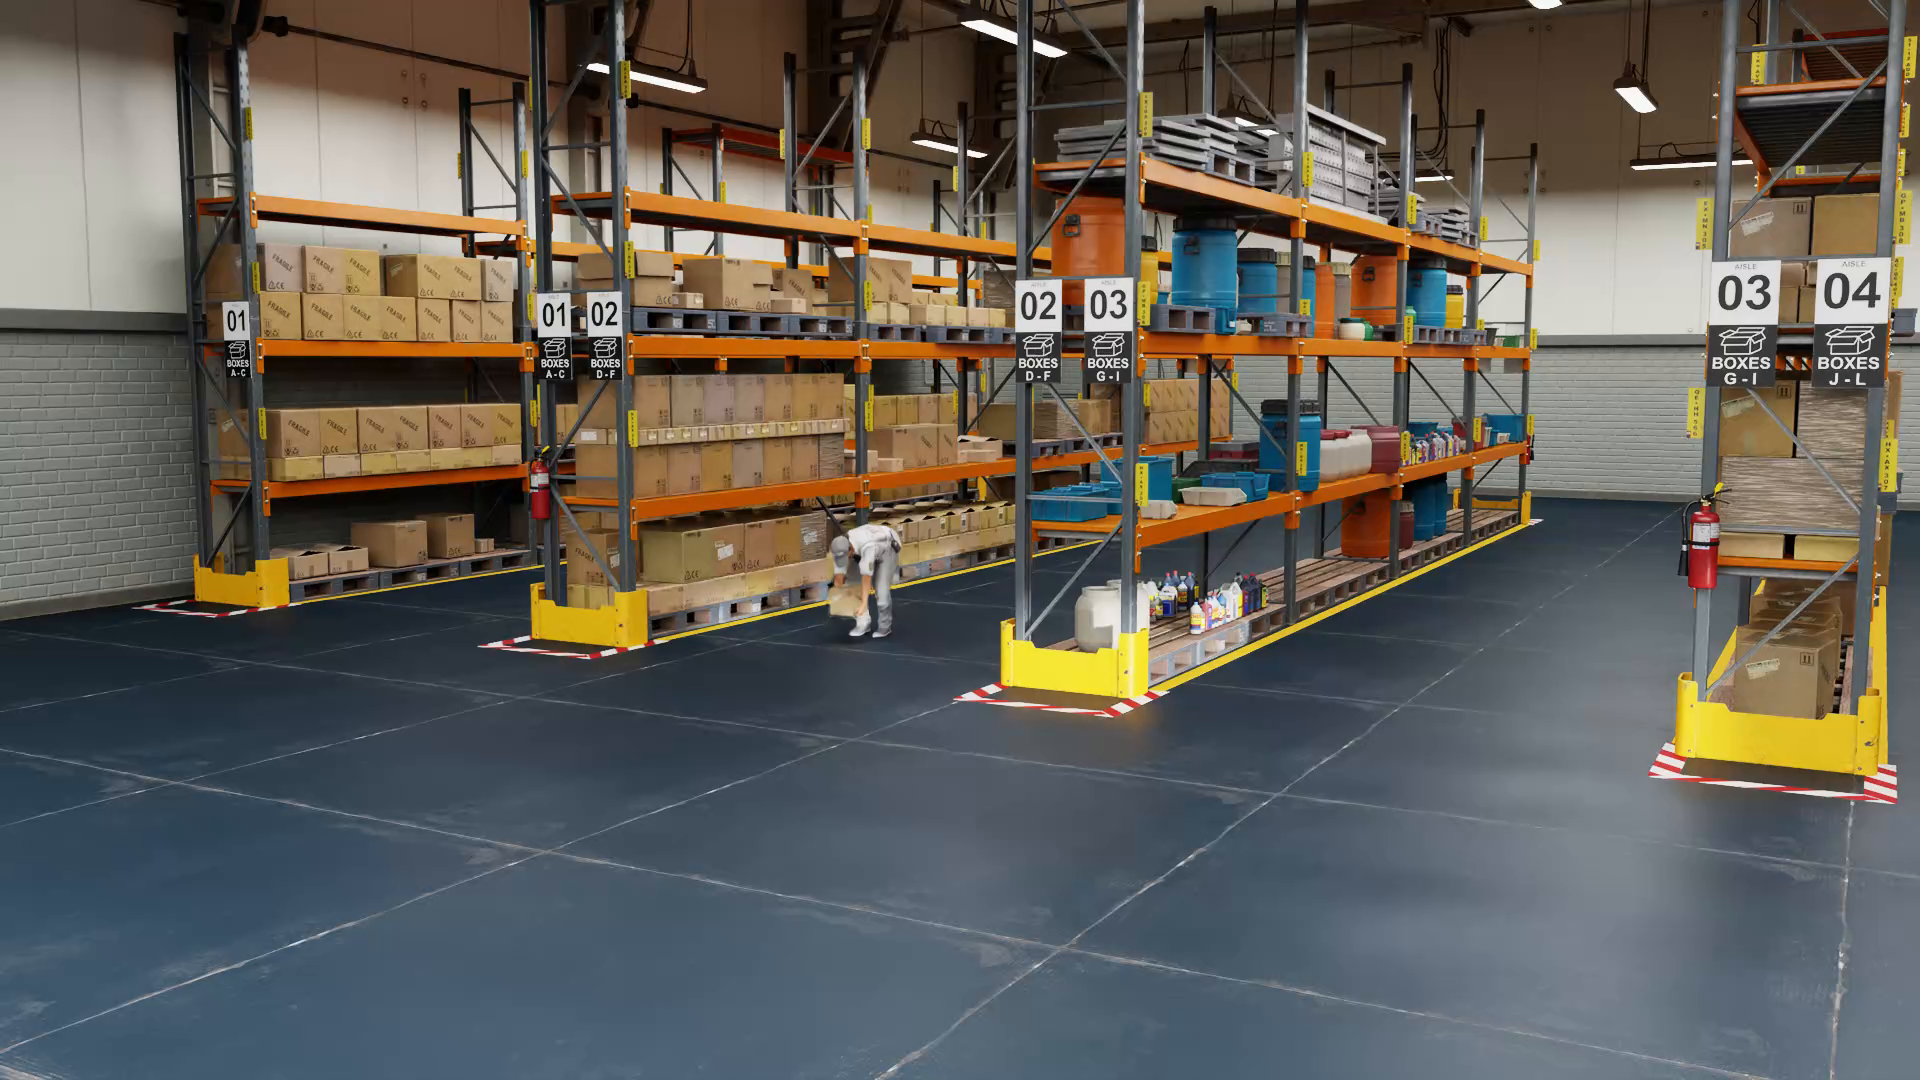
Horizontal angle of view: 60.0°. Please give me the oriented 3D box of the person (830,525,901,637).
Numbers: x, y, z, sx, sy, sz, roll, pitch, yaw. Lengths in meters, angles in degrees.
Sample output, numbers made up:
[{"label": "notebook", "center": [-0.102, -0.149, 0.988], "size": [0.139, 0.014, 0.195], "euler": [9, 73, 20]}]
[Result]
[{"label": "person", "center": [-0.904, 0.396, 15.578], "size": [0.466, 1.047, 0.951], "euler": [3, 7, 26]}]
